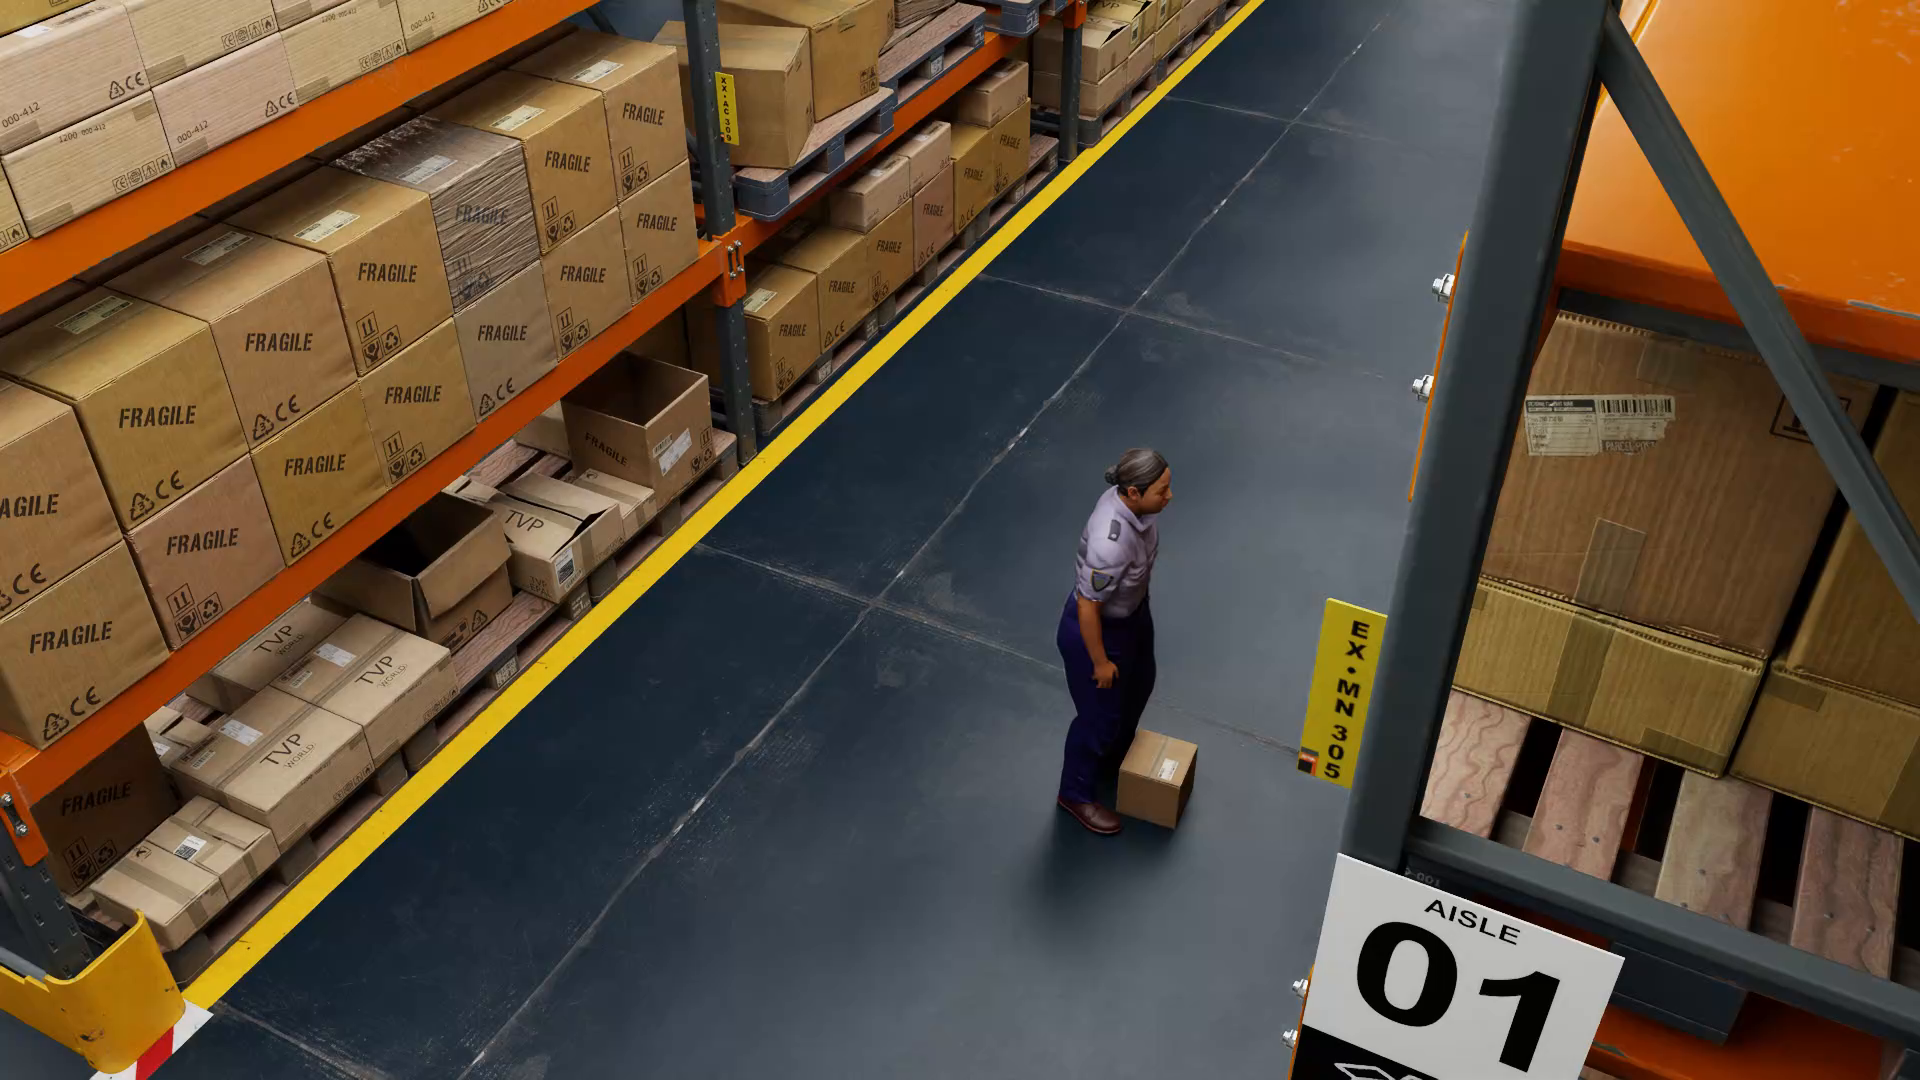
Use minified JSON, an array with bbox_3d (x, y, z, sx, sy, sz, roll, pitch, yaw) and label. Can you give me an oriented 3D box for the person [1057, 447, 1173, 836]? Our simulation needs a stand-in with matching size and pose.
[{"bbox_3d":[0.602,0.346,6.313,0.419,1.652,0.564,16,41,19],"label":"person"}]
